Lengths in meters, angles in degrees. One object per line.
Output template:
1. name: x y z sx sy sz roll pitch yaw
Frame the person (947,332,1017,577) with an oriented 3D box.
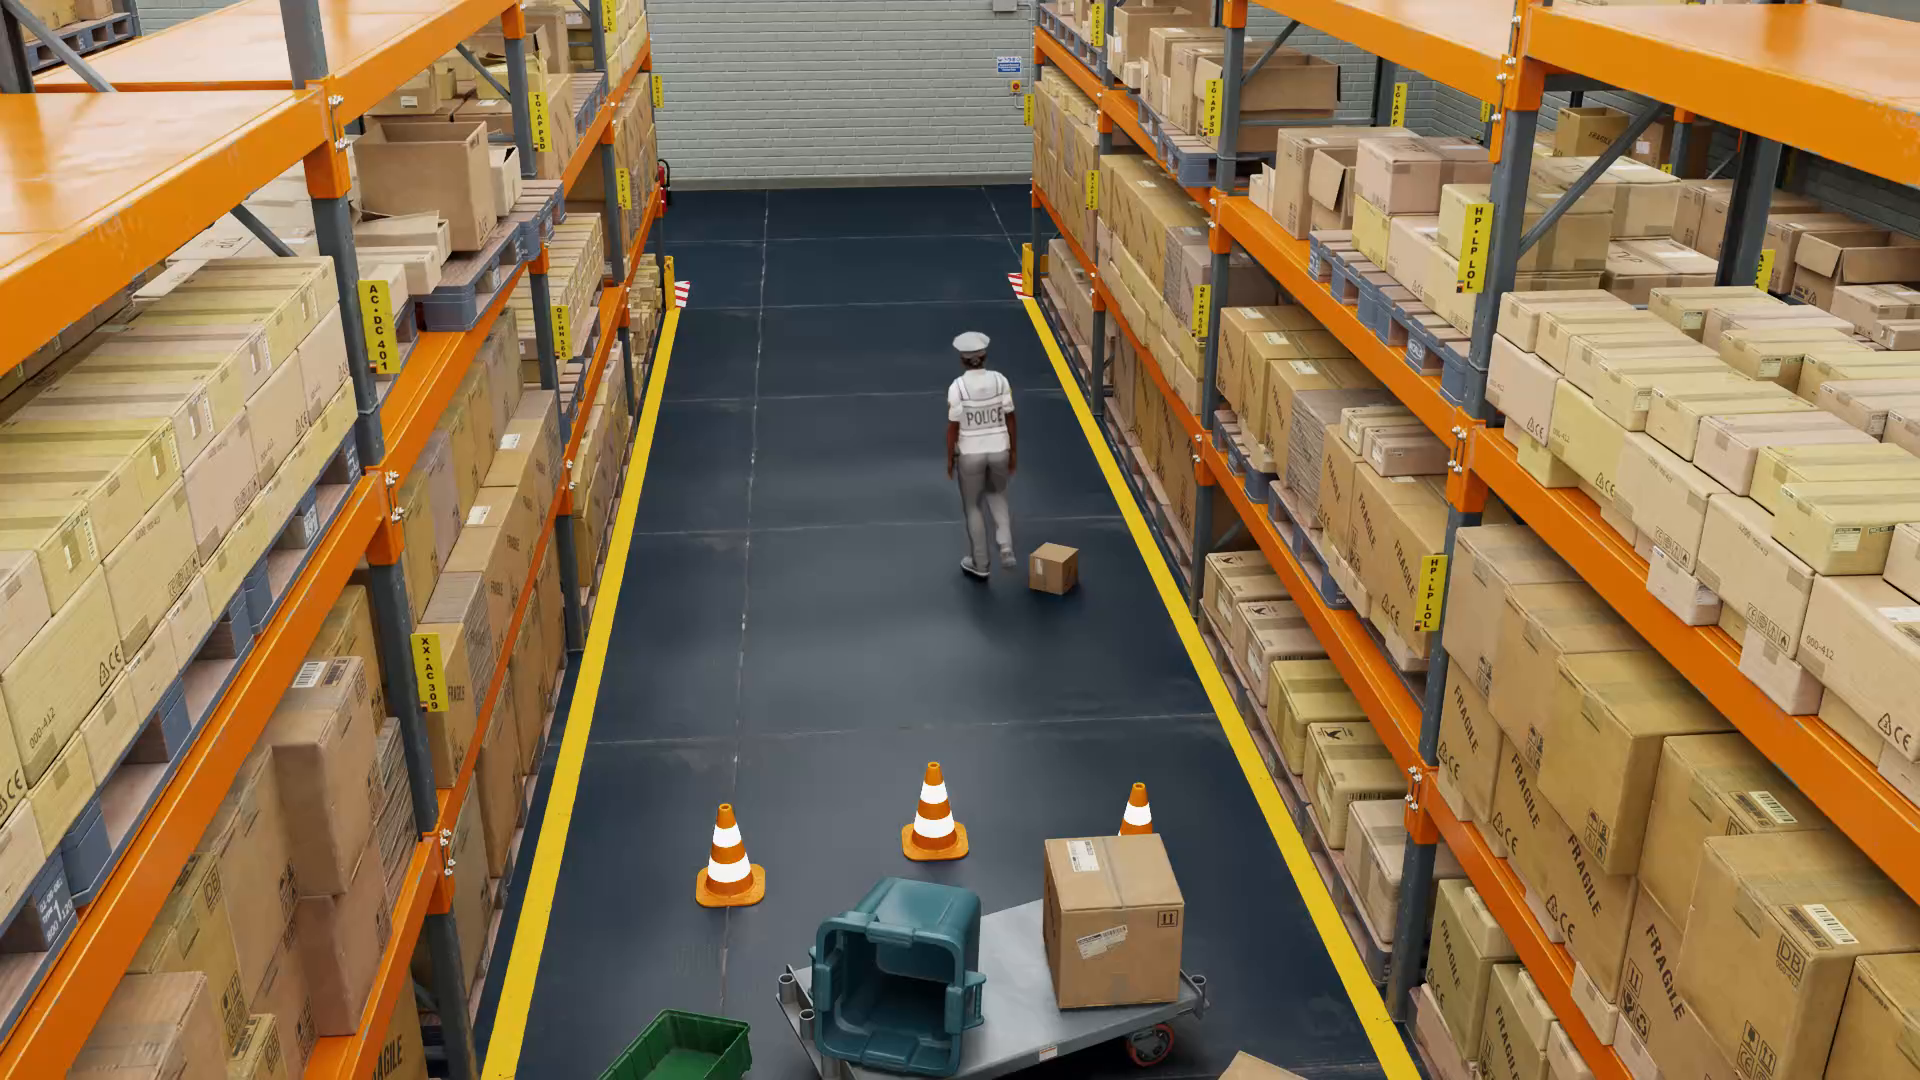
1. person: 0.159 -0.561 11.310 0.476 1.654 0.494 -9 26 -20
